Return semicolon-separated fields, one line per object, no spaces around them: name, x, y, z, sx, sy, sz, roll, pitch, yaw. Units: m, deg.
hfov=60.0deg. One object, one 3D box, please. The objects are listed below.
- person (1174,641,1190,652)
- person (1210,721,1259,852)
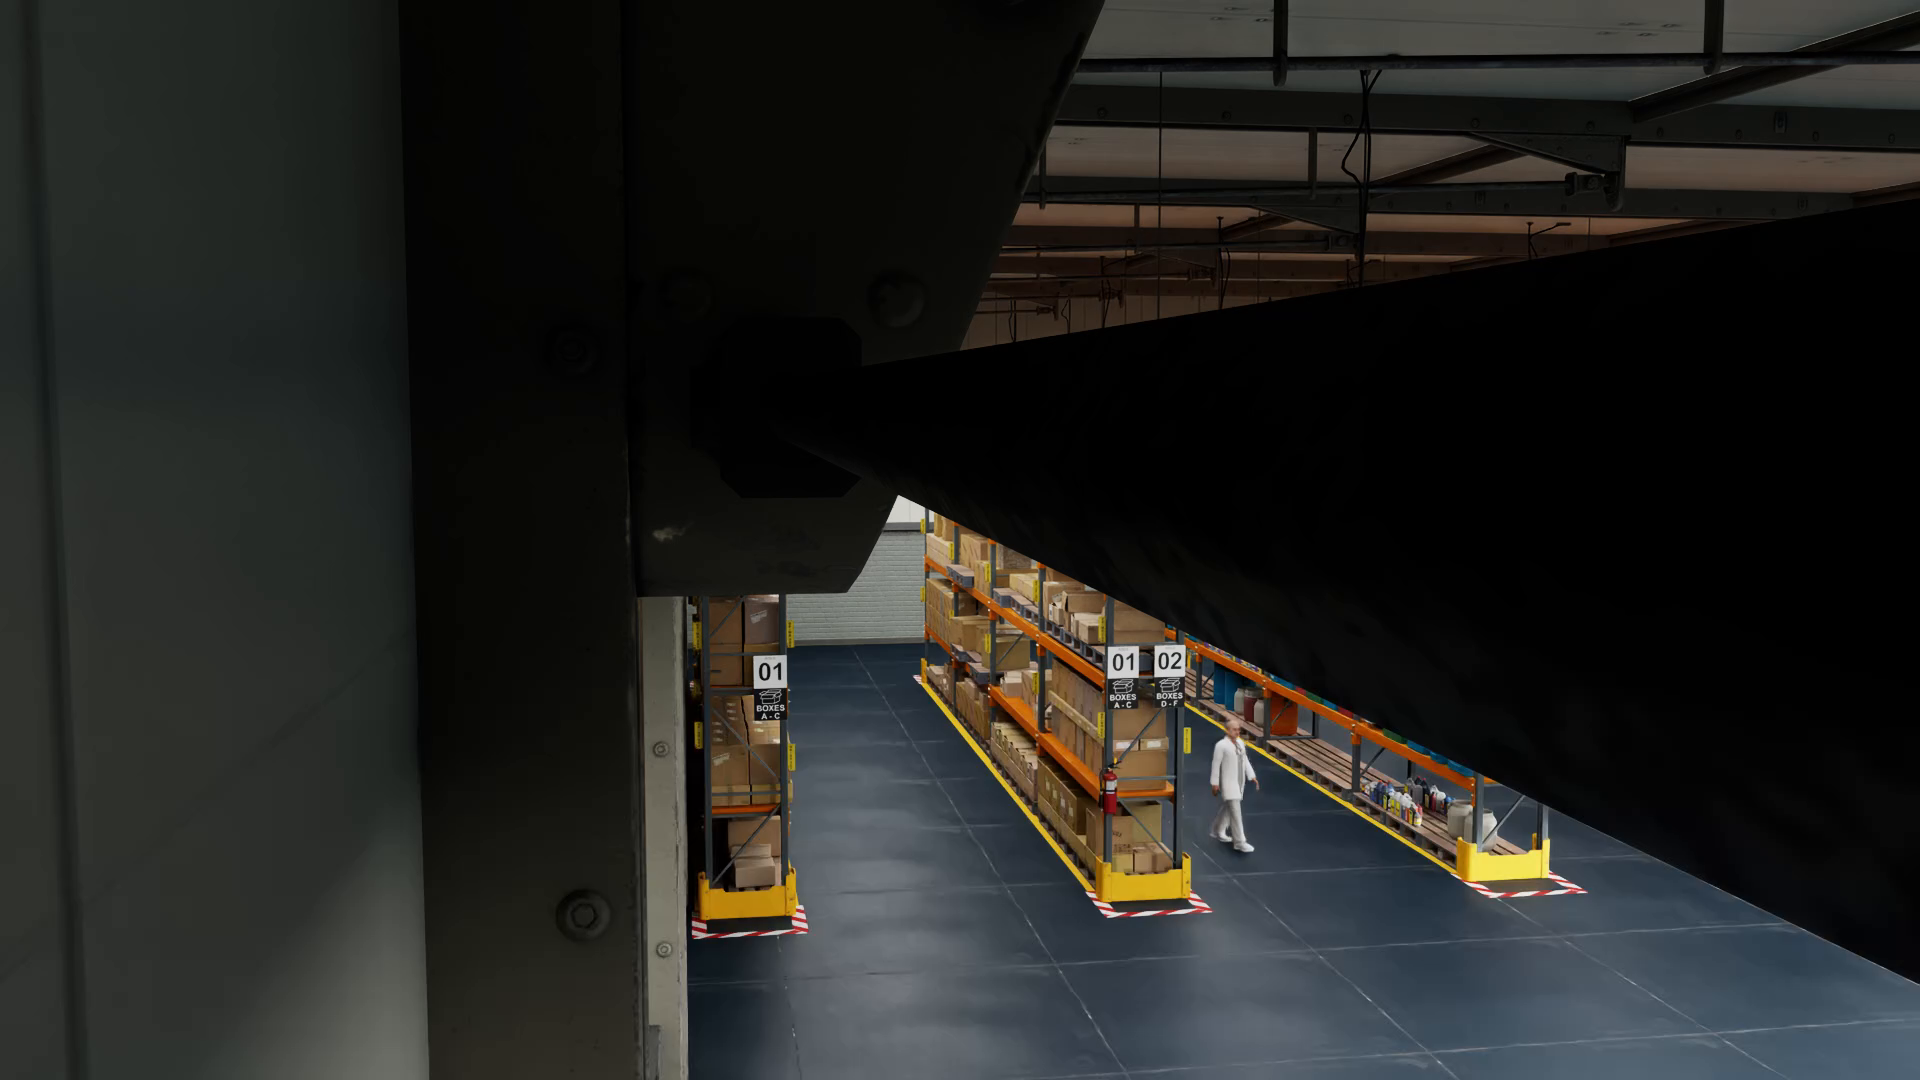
person;5.306;2.063;39.530;0.659;1.549;0.427;-4;6;-38
person;3.856;3.403;23.203;0.607;1.748;0.964;-5;7;-45
